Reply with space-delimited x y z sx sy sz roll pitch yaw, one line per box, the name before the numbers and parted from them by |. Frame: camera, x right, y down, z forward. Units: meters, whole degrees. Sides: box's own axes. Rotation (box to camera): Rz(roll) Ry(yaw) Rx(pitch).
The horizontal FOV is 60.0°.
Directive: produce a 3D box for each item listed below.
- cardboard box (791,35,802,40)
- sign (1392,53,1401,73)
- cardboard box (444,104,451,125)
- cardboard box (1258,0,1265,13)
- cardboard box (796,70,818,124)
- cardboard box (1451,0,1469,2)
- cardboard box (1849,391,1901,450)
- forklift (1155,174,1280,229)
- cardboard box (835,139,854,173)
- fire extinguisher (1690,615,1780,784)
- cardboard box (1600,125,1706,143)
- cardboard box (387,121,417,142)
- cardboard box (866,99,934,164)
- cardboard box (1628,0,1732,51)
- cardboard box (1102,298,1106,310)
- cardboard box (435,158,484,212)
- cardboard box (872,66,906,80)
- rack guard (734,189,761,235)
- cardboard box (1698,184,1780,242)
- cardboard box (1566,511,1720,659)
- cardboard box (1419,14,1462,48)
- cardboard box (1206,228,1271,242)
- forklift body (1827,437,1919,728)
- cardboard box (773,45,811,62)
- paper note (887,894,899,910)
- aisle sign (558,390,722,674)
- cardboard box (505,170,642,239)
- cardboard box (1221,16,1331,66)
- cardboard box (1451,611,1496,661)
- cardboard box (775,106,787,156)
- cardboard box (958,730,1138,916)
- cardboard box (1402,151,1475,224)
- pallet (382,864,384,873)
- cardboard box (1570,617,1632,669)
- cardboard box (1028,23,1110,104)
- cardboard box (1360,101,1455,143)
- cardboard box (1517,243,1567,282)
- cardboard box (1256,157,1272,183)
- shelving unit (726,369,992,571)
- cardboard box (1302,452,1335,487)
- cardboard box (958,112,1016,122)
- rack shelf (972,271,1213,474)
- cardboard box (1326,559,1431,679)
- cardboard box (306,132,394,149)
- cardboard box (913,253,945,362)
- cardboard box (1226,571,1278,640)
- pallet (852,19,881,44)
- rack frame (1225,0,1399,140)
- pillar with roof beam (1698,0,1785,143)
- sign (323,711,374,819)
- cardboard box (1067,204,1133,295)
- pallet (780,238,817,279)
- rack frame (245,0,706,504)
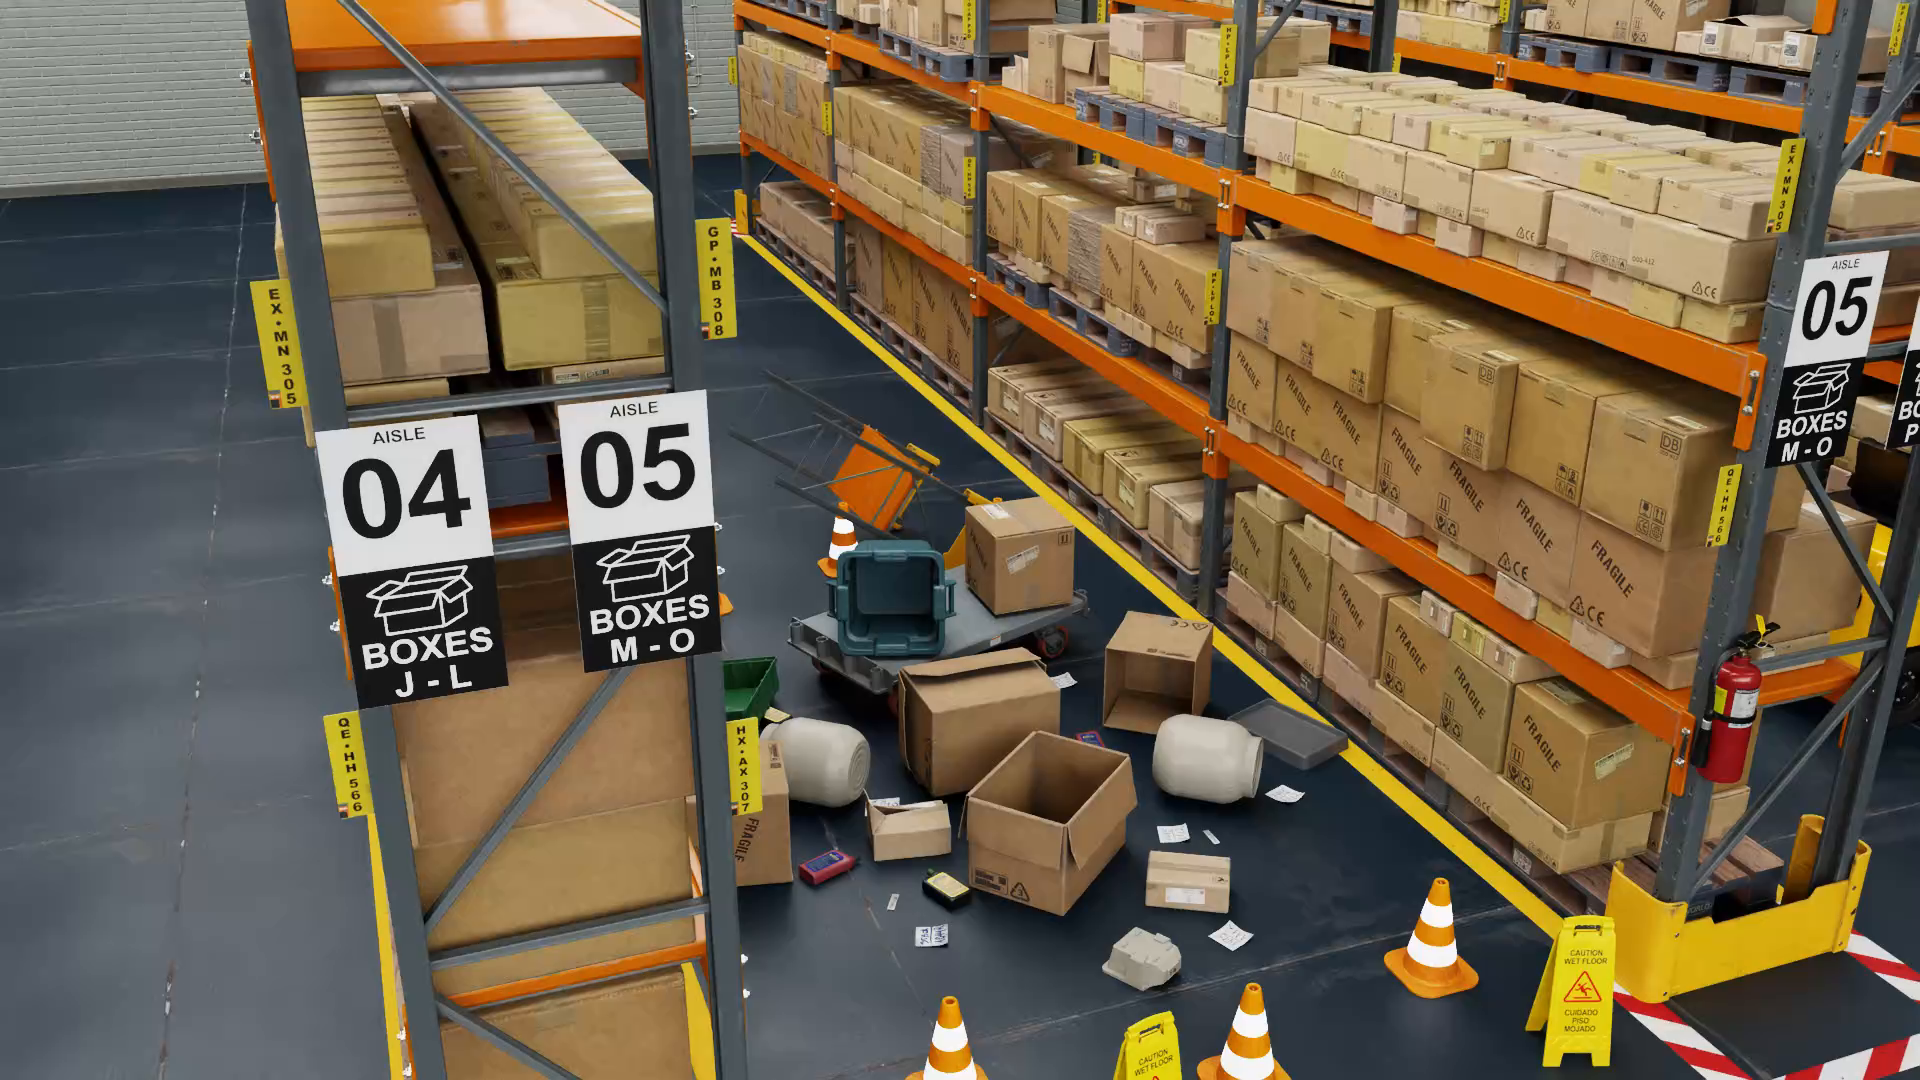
cardboard box | -1.807 -5.946 19.743 0.380 0.149 0.250 -8 24 -18
sign | 2.511 -2.669 9.693 0.100 0.325 0.005 -8 24 -19
cardboard box | -1.985 -1.857 7.059 0.380 0.149 0.250 -8 24 -19
cardboard box | 3.419 -5.917 18.389 0.380 0.149 0.250 -9 24 -19
cardboard box | -1.417 -4.704 17.633 0.500 0.500 0.500 -9 24 -20
cardboard box | 4.701 -5.025 15.246 0.380 0.149 0.250 -9 25 -21
cardboard box | 6.525 -0.822 11.551 0.500 0.250 0.500 -9 24 -20
forklift | 2.275 -2.437 13.758 1.130 2.935 3.031 -8 24 -19
cardboard box | -0.929 -3.841 16.551 0.500 0.250 0.500 -9 24 -21
fire extinguisher | 3.028 0.622 6.511 0.296 0.674 0.183 -8 24 -19
cardboard box | 3.138 -1.782 7.552 0.380 0.149 0.250 -8 24 -18
cardboard box | -2.499 -1.546 6.835 0.500 0.250 0.500 -9 24 -19
cardboard box | -0.553 -3.822 15.540 0.500 0.500 0.500 -9 24 -20
cardboard box | 5.622 -4.109 12.976 0.500 0.500 0.500 -8 24 -18
cardboard box | 1.222 -1.681 11.659 0.380 0.149 0.250 -9 25 -21
cardboard box | -1.643 -1.253 6.138 0.500 0.250 0.500 -8 24 -19
cardboard box | -0.689 -4.834 17.107 0.380 0.149 0.250 -9 24 -20
rack guard | -2.242 -4.189 21.044 1.175 0.500 0.348 -8 24 -19
cardboard box | 3.023 -1.235 6.252 0.380 0.149 0.250 -8 24 -18
cardboard box | 2.969 0.139 7.046 0.500 0.500 0.500 -9 24 -20
cardboard box | 4.648 -4.756 15.504 0.500 0.250 0.500 -8 24 -19
cardboard box | 1.931 -1.740 10.964 0.500 0.500 0.500 -8 24 -19
forklift body | 5.685 -0.248 9.570 2.313 2.155 1.214 -8 24 -19
cardboard box | -1.859 -5.401 18.452 0.380 0.149 0.250 -9 24 -20
paper note | -0.311 1.684 7.741 0.032 0.001 0.123 4 23 9
aisle sign | -0.871 -0.016 4.578 0.394 0.787 0.004 -8 24 -19
cardboard box | -1.175 -1.025 5.085 0.380 0.149 0.250 -9 24 -20
cardboard box | 1.989 -3.156 10.522 0.500 0.250 0.500 -9 24 -20
cardboard box | 2.613 0.440 8.044 0.380 0.149 0.250 -8 24 -18
cardboard box | -1.772 -4.617 18.714 0.500 0.500 0.500 -8 24 -17
cardboard box | 0.430 1.341 7.920 0.637 0.503 0.797 12 26 27
cardboard box | 2.441 -1.671 7.801 0.500 0.250 0.500 -8 24 -18
pallet | -2.394 1.316 8.355 1.003 0.211 1.213 -8 24 -19
cardboard box | 2.893 0.414 7.229 0.380 0.149 0.250 -9 24 -20
cardboard box | 0.918 -3.508 12.219 0.700 0.500 0.500 -8 24 -19
cardboard box | 2.218 -2.076 8.249 0.380 0.149 0.250 -9 25 -21
cardboard box | 2.691 -1.248 7.311 0.380 0.149 0.250 -9 24 -19
cardboard box | 1.885 -2.090 9.307 0.380 0.149 0.250 -9 24 -20
shelving unit | -0.669 -0.453 11.089 1.500 0.587 1.083 28 7 -32
cardboard box | 2.132 -0.426 9.221 0.380 0.149 0.250 -8 24 -17
cardboard box | 0.295 -3.514 14.808 0.500 0.500 0.500 -8 24 -17
rack shelf | 1.299 -1.367 12.057 1.077 0.370 4.000 -8 24 -19
cardboard box | 2.343 0.389 8.998 0.500 0.500 0.500 -7 24 -16
cardboard box | -2.152 -1.306 5.751 0.380 0.149 0.250 -8 24 -19
cardboard box | 0.115 -2.226 15.365 0.875 0.875 0.875 -8 24 -18
cardboard box | 1.962 0.353 10.049 0.500 0.250 0.500 -10 25 -21
pallet | -0.450 -4.846 15.770 0.805 0.209 1.217 -9 25 -21
rack frame | 2.006 -3.736 9.028 1.000 3.000 0.127 -8 24 -19
pillar with roof beam | 2.511 -4.931 11.863 9.100 9.000 0.400 -8 24 -19
sign | -1.689 0.624 4.611 0.100 0.325 0.005 -8 24 -19
cardboard box | 1.089 -2.043 11.683 0.500 0.500 0.500 -9 25 -21
pallet | -1.451 -3.324 19.366 1.003 0.211 1.213 -8 24 -19
rack frame | -1.176 -1.567 3.881 1.000 3.000 0.127 -8 24 -19
